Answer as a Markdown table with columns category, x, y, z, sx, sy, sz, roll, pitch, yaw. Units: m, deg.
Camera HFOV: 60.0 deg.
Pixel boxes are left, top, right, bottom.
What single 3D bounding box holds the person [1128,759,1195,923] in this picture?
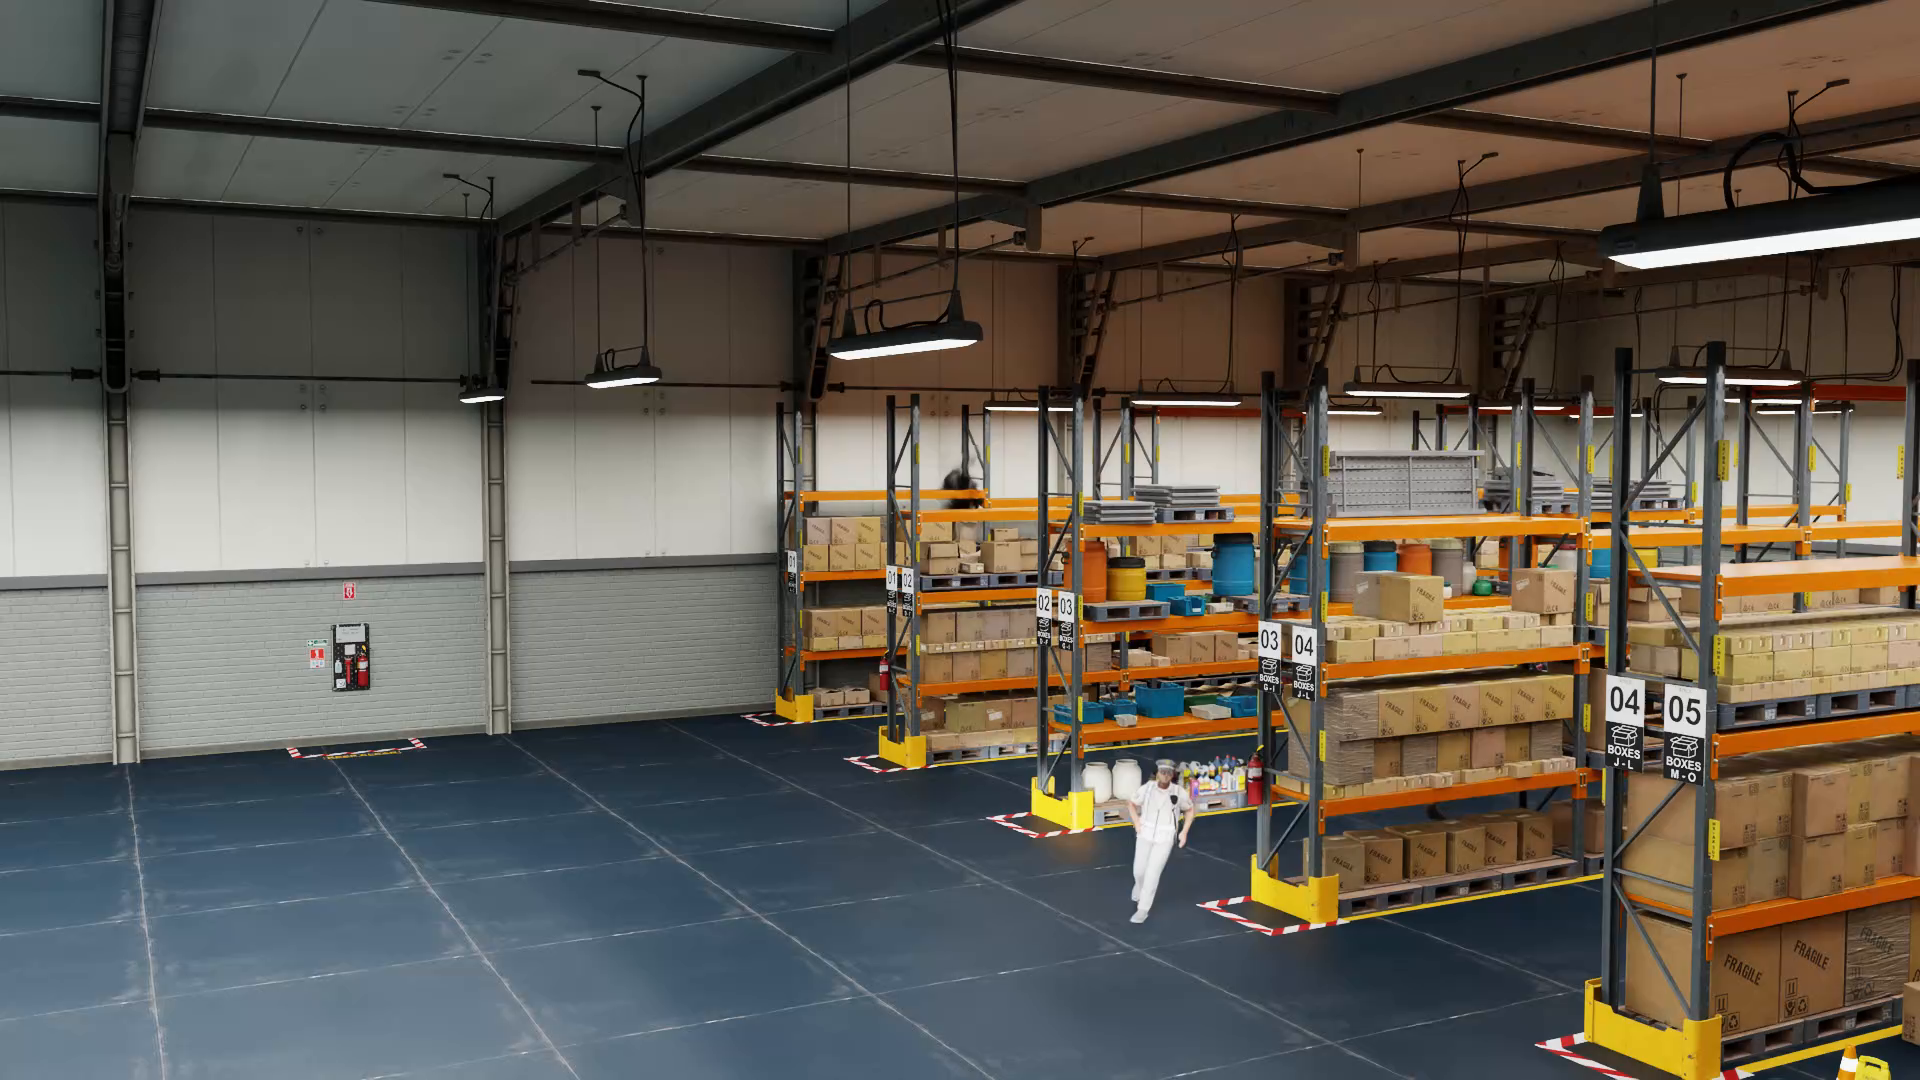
| category | x | y | z | sx | sy | sz | roll | pitch | yaw |
| --- | --- | --- | --- | --- | --- | --- | --- | --- | --- |
| person | 2.190 | 3.260 | 18.266 | 0.721 | 1.736 | 0.907 | 1 | 3 | 16 |

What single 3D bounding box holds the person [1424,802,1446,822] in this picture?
| category | x | y | z | sx | sy | sz | roll | pitch | yaw |
| --- | --- | --- | --- | --- | --- | --- | --- | --- | --- |
| person | 6.170 | 3.143 | 21.525 | 0.573 | 1.603 | 0.590 | -1 | 4 | -25 |
